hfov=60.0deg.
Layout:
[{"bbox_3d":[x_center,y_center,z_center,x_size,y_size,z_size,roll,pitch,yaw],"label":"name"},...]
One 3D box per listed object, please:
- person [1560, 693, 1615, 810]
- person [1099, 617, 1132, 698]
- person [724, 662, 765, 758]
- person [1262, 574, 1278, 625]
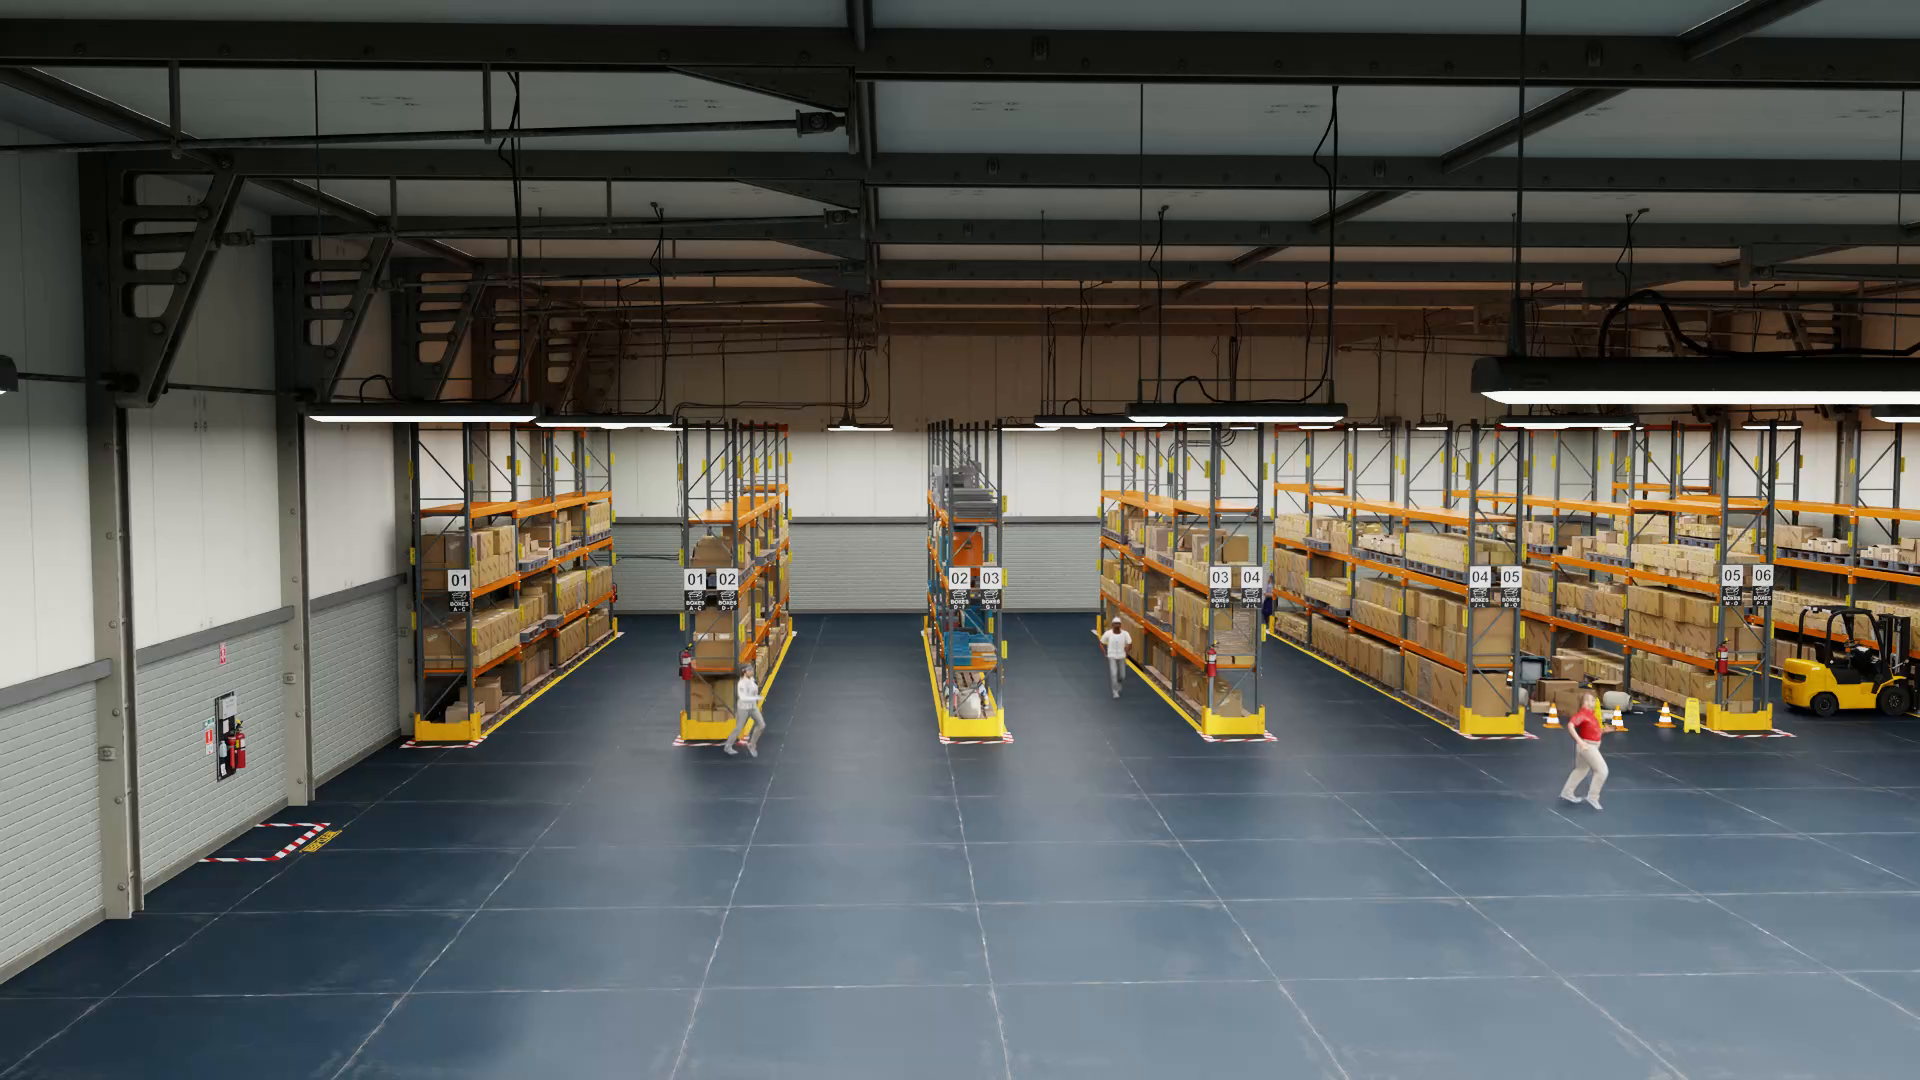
[{"bbox_3d":[9.605,3.243,25.450,0.768,1.798,0.631,1,4,20],"label":"person"},{"bbox_3d":[3.394,2.547,36.144,0.711,1.729,0.795,0,4,-1],"label":"person"},{"bbox_3d":[-3.759,2.993,29.383,0.842,1.699,0.625,2,4,31],"label":"person"},{"bbox_3d":[9.165,1.786,49.061,0.627,1.572,0.745,0,4,-6],"label":"person"}]
